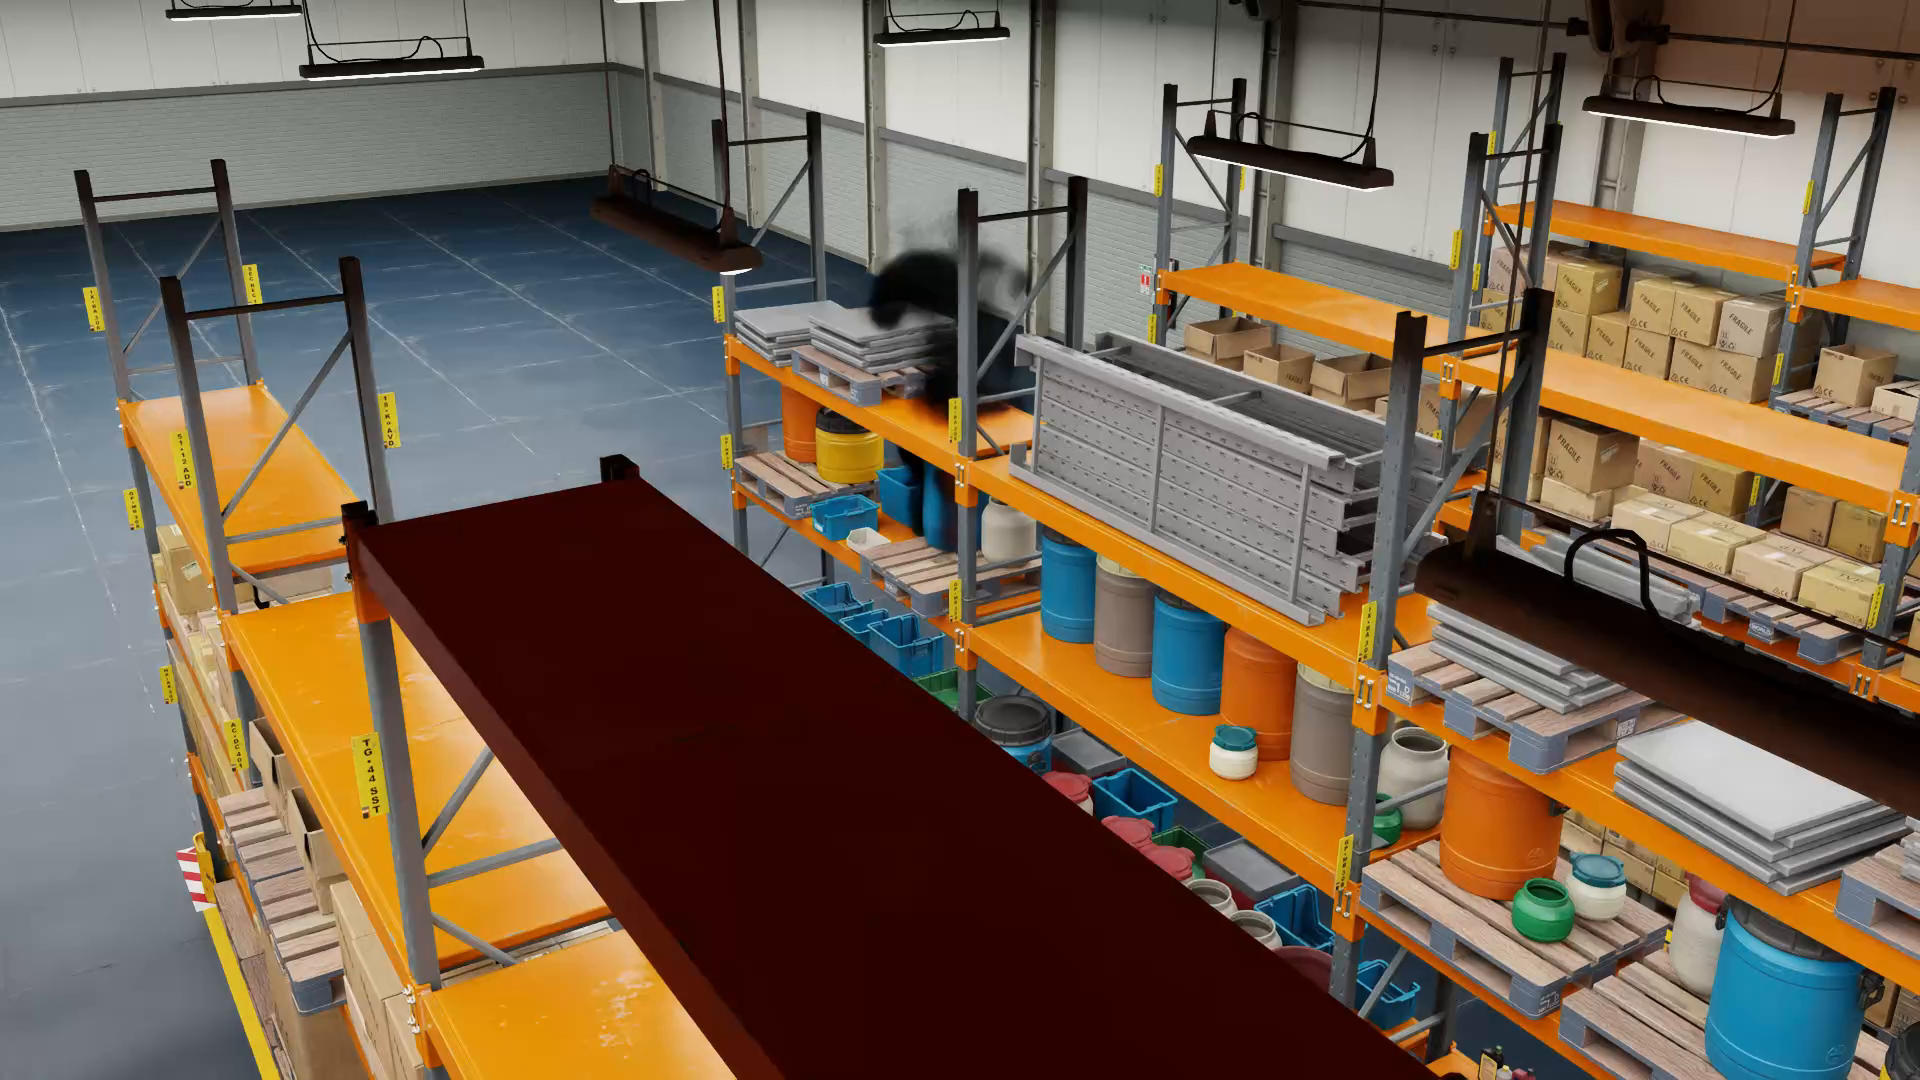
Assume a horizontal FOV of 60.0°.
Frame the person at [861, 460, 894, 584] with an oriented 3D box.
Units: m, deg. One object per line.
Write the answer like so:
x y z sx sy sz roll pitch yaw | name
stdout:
-0.852 -0.209 19.854 0.691 1.575 0.546 -2 22 -6 | person
